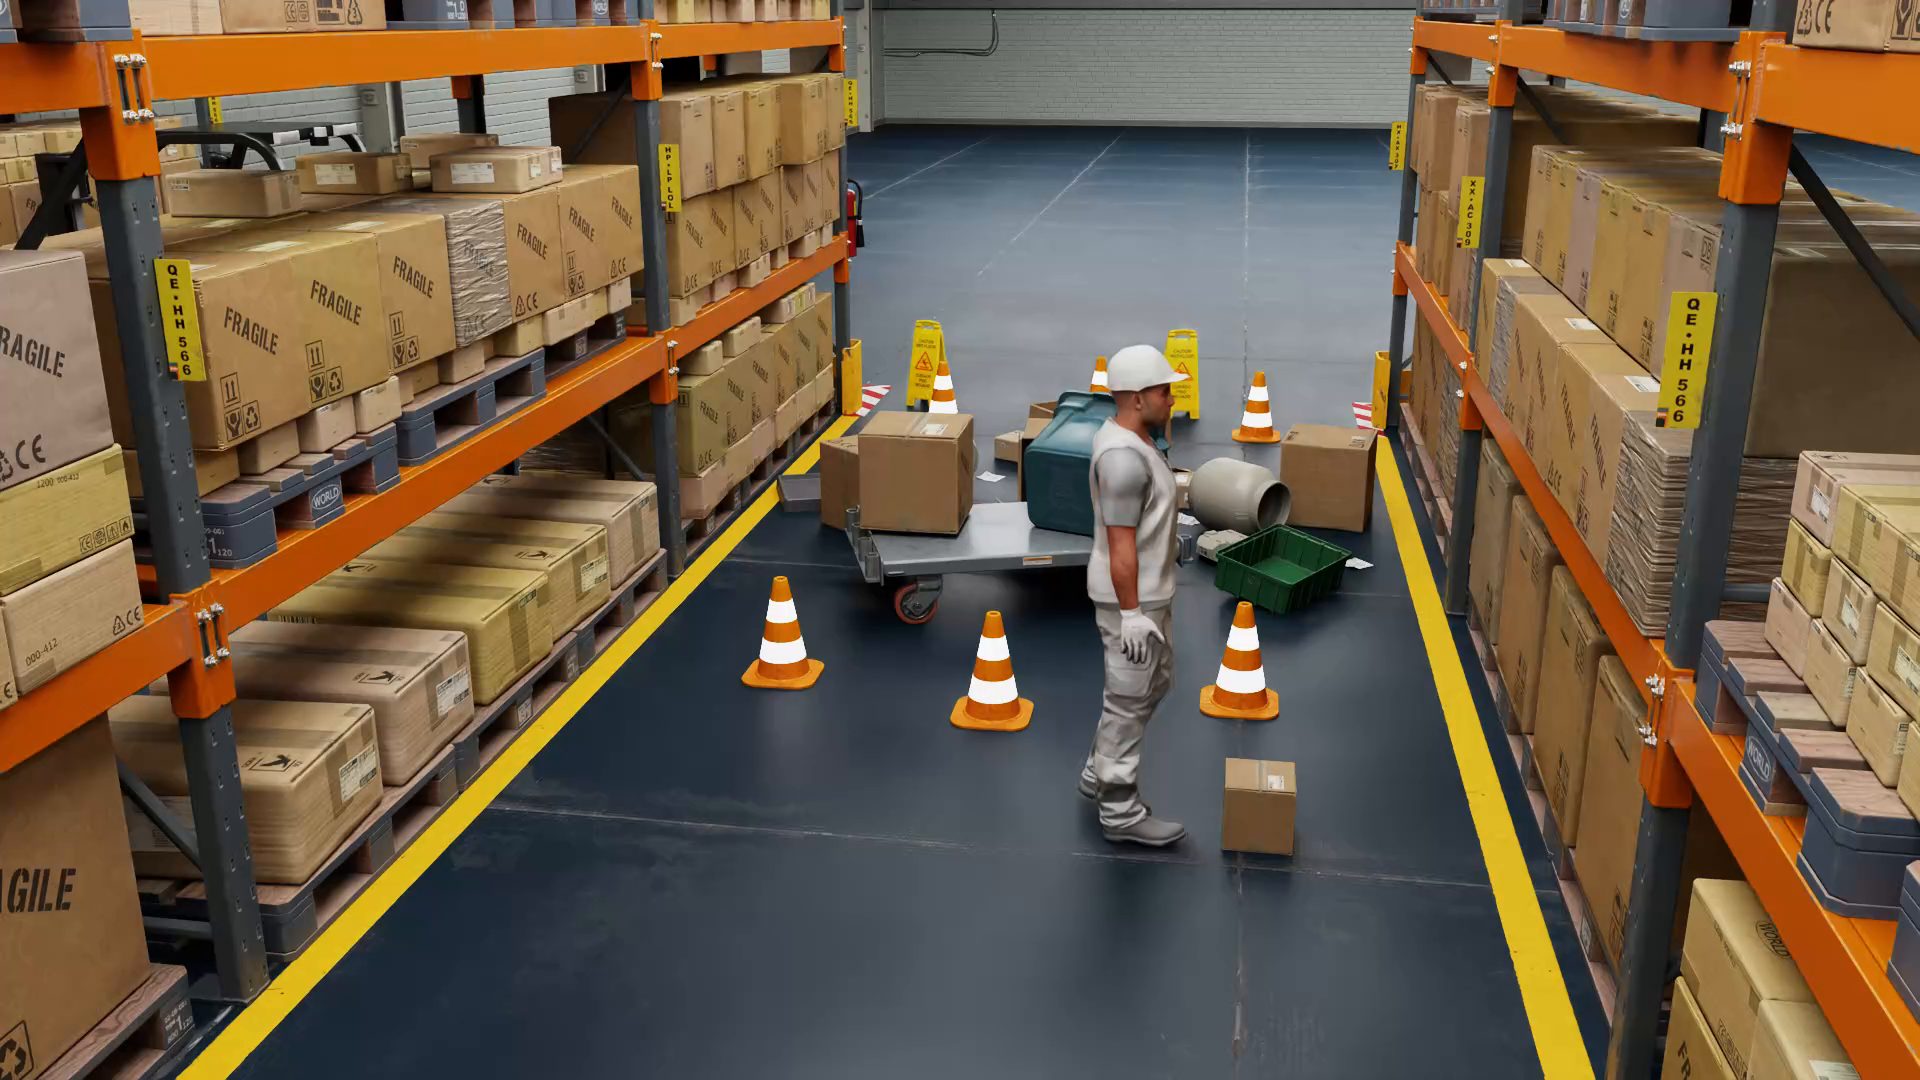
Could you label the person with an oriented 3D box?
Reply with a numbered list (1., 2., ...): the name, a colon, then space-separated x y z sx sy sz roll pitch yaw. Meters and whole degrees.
1. person: 0.625 0.213 5.855 0.414 1.808 0.550 3 18 9
